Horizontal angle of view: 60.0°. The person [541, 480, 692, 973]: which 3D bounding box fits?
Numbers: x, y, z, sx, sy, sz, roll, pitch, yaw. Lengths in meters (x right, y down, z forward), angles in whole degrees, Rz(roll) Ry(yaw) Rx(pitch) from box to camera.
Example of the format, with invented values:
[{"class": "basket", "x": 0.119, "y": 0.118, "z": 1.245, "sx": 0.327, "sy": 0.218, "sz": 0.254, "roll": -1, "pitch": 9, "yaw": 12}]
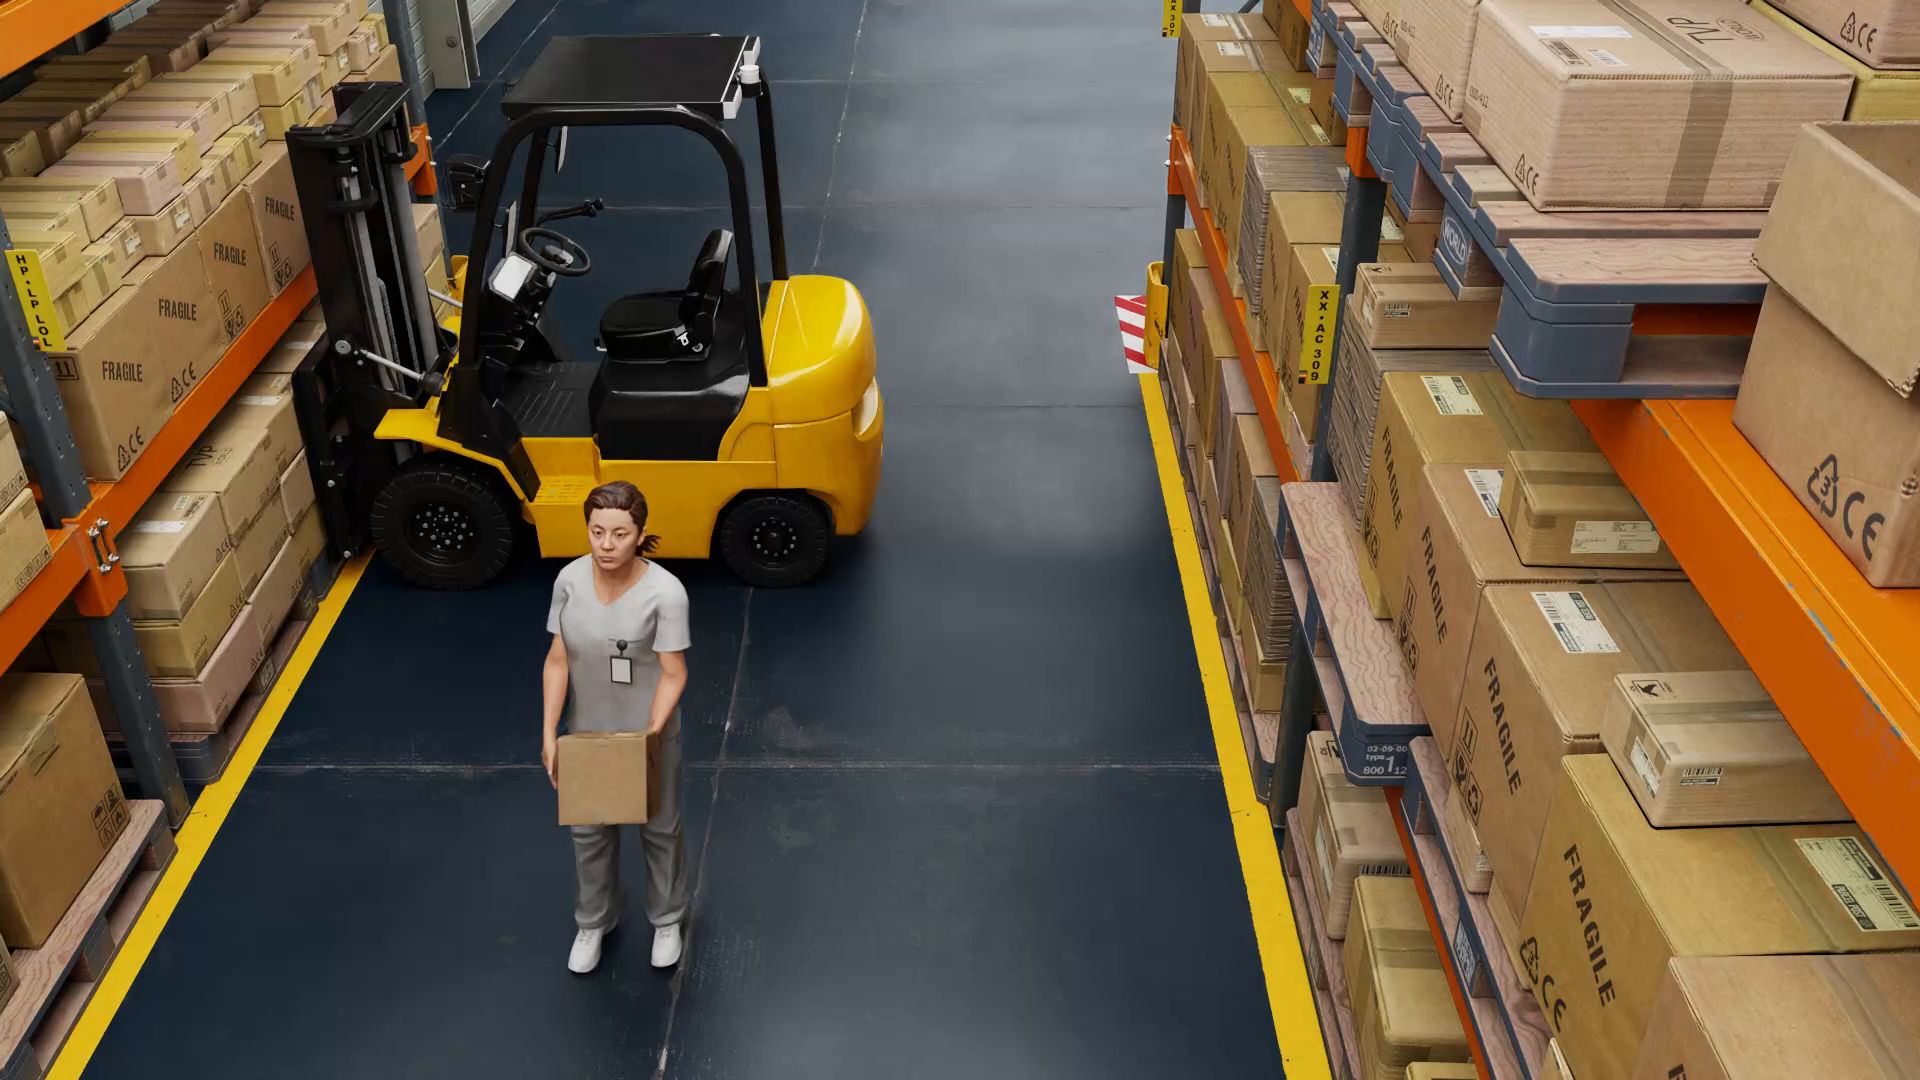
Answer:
[{"class": "person", "x": -1.043, "y": 0.615, "z": 5.137, "sx": 0.464, "sy": 1.675, "sz": 0.525, "roll": 6, "pitch": 32, "yaw": 10}]
